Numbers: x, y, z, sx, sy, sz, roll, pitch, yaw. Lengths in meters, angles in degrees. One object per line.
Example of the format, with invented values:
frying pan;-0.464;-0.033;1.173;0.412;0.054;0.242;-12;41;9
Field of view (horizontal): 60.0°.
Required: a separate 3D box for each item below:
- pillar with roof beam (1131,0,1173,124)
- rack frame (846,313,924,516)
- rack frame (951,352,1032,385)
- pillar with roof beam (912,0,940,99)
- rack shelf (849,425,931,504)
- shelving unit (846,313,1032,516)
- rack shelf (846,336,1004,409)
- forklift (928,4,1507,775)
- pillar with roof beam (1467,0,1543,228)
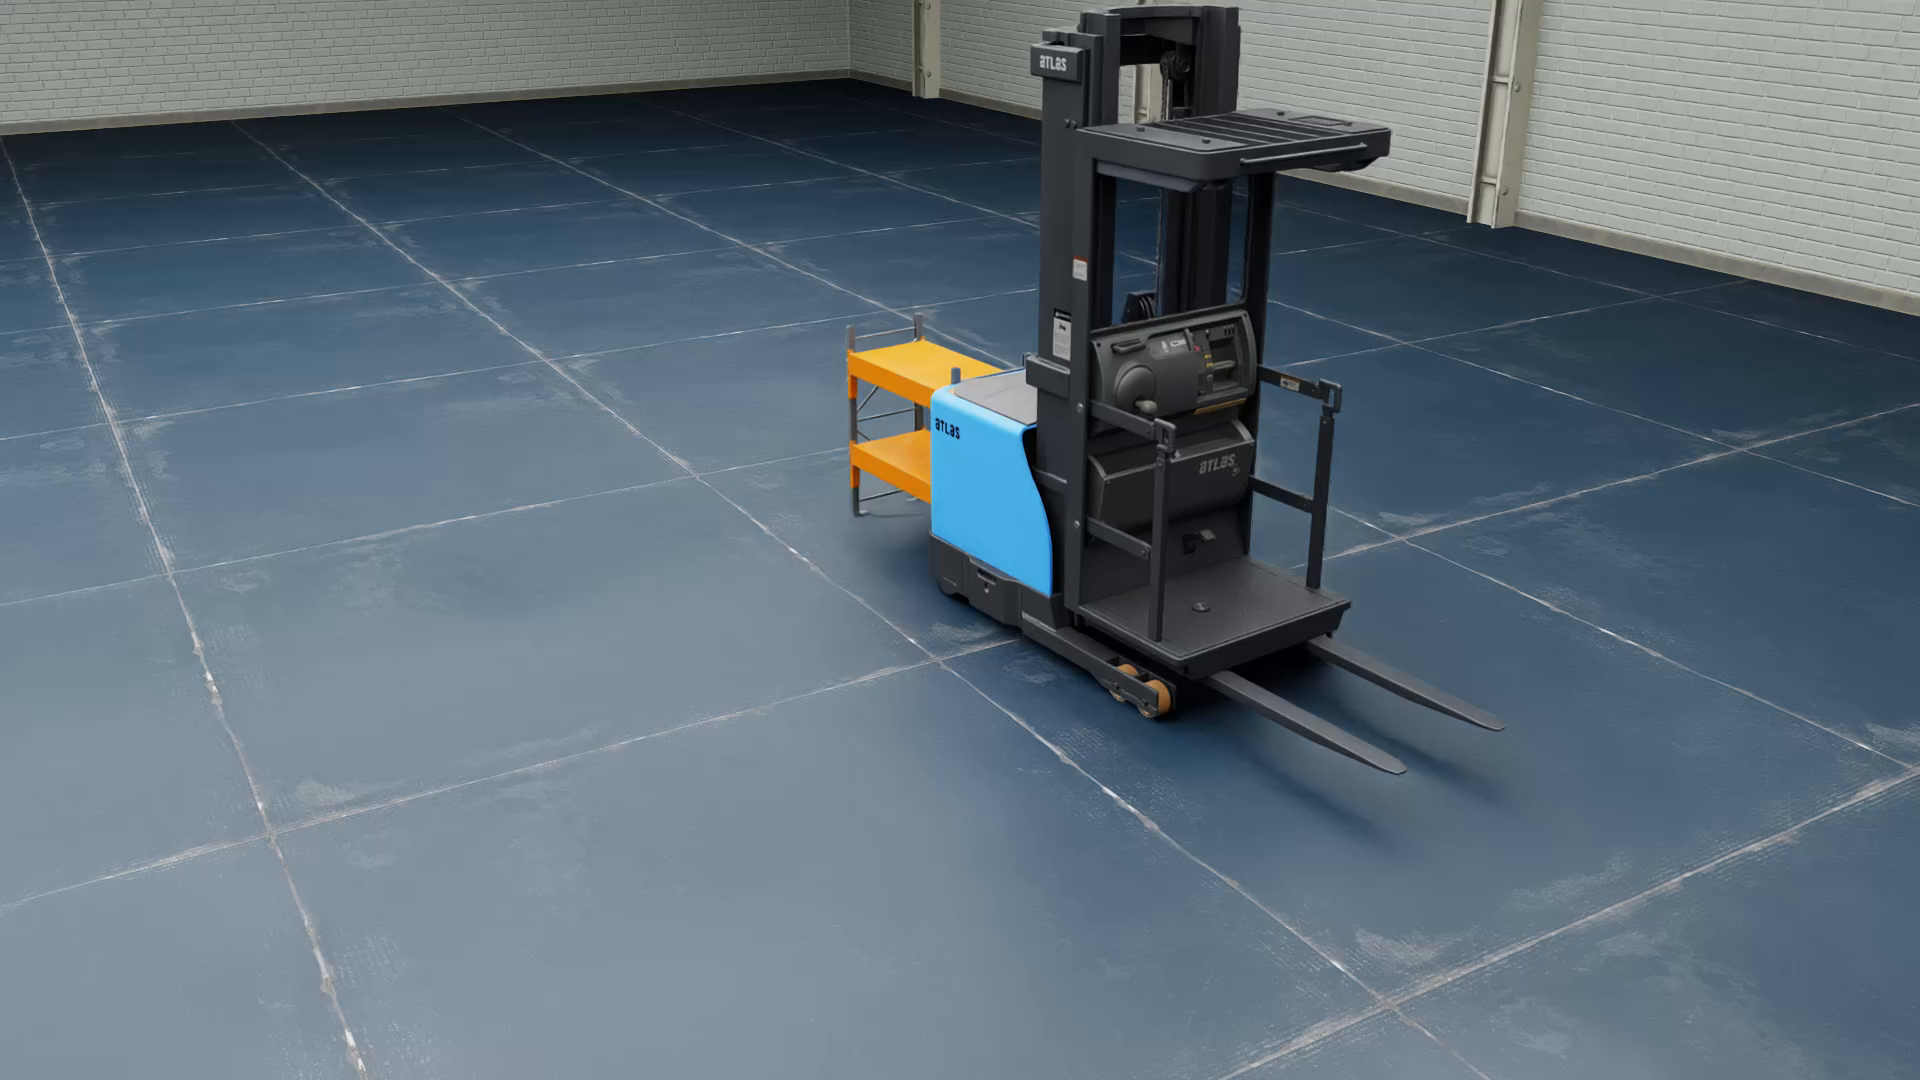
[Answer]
pillar with roof beam;-1.180;-8.612;18.548;9.100;9.000;0.400;-13;25;-28
rack frame;-0.426;-0.720;9.590;0.500;1.125;0.032;-15;27;-33
rack frame;0.165;-0.409;8.823;0.500;1.125;0.032;-15;27;-33
pillar with roof beam;-4.245;-10.554;23.326;9.100;9.000;0.400;-13;25;-28
rack shelf;-0.130;-0.338;9.298;0.538;0.278;1.000;-15;27;-33
shelving unit;-0.130;-0.564;9.206;0.538;1.125;1.048;-15;27;-33
rack shelf;-0.130;-0.836;9.096;0.538;0.278;1.000;-15;27;-33
forklift;1.100;-0.776;7.328;1.130;2.935;3.031;-15;27;-32
pillar with roof beam;1.884;-6.669;13.769;9.100;9.000;0.400;-13;25;-28
